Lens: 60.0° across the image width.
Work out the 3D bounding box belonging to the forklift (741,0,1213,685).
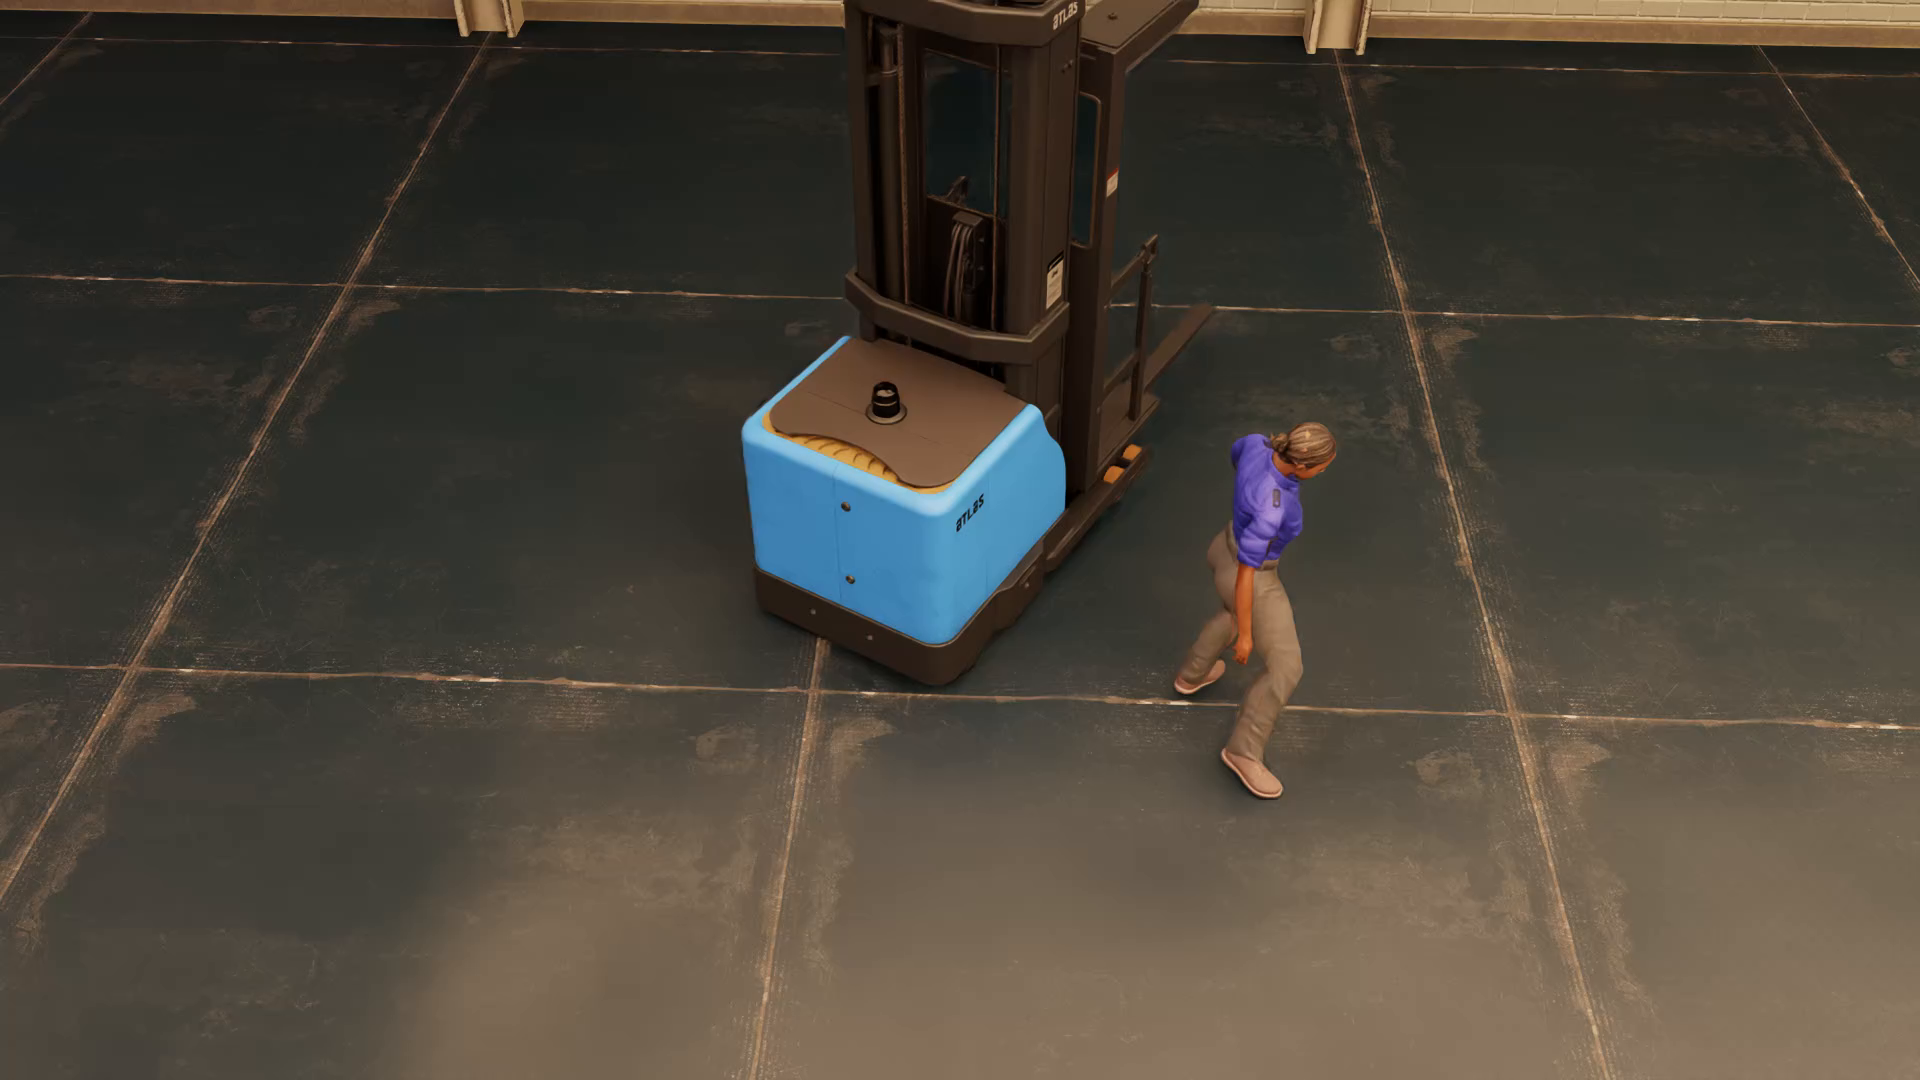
[{"bbox_3d":[0.282,-1.432,7.311,1.130,2.935,3.031,23,47,23],"label":"forklift"}]

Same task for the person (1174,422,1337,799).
[{"bbox_3d":[1.156,0.153,6.600,0.447,1.591,1.021,-2,42,-2],"label":"person"}]
